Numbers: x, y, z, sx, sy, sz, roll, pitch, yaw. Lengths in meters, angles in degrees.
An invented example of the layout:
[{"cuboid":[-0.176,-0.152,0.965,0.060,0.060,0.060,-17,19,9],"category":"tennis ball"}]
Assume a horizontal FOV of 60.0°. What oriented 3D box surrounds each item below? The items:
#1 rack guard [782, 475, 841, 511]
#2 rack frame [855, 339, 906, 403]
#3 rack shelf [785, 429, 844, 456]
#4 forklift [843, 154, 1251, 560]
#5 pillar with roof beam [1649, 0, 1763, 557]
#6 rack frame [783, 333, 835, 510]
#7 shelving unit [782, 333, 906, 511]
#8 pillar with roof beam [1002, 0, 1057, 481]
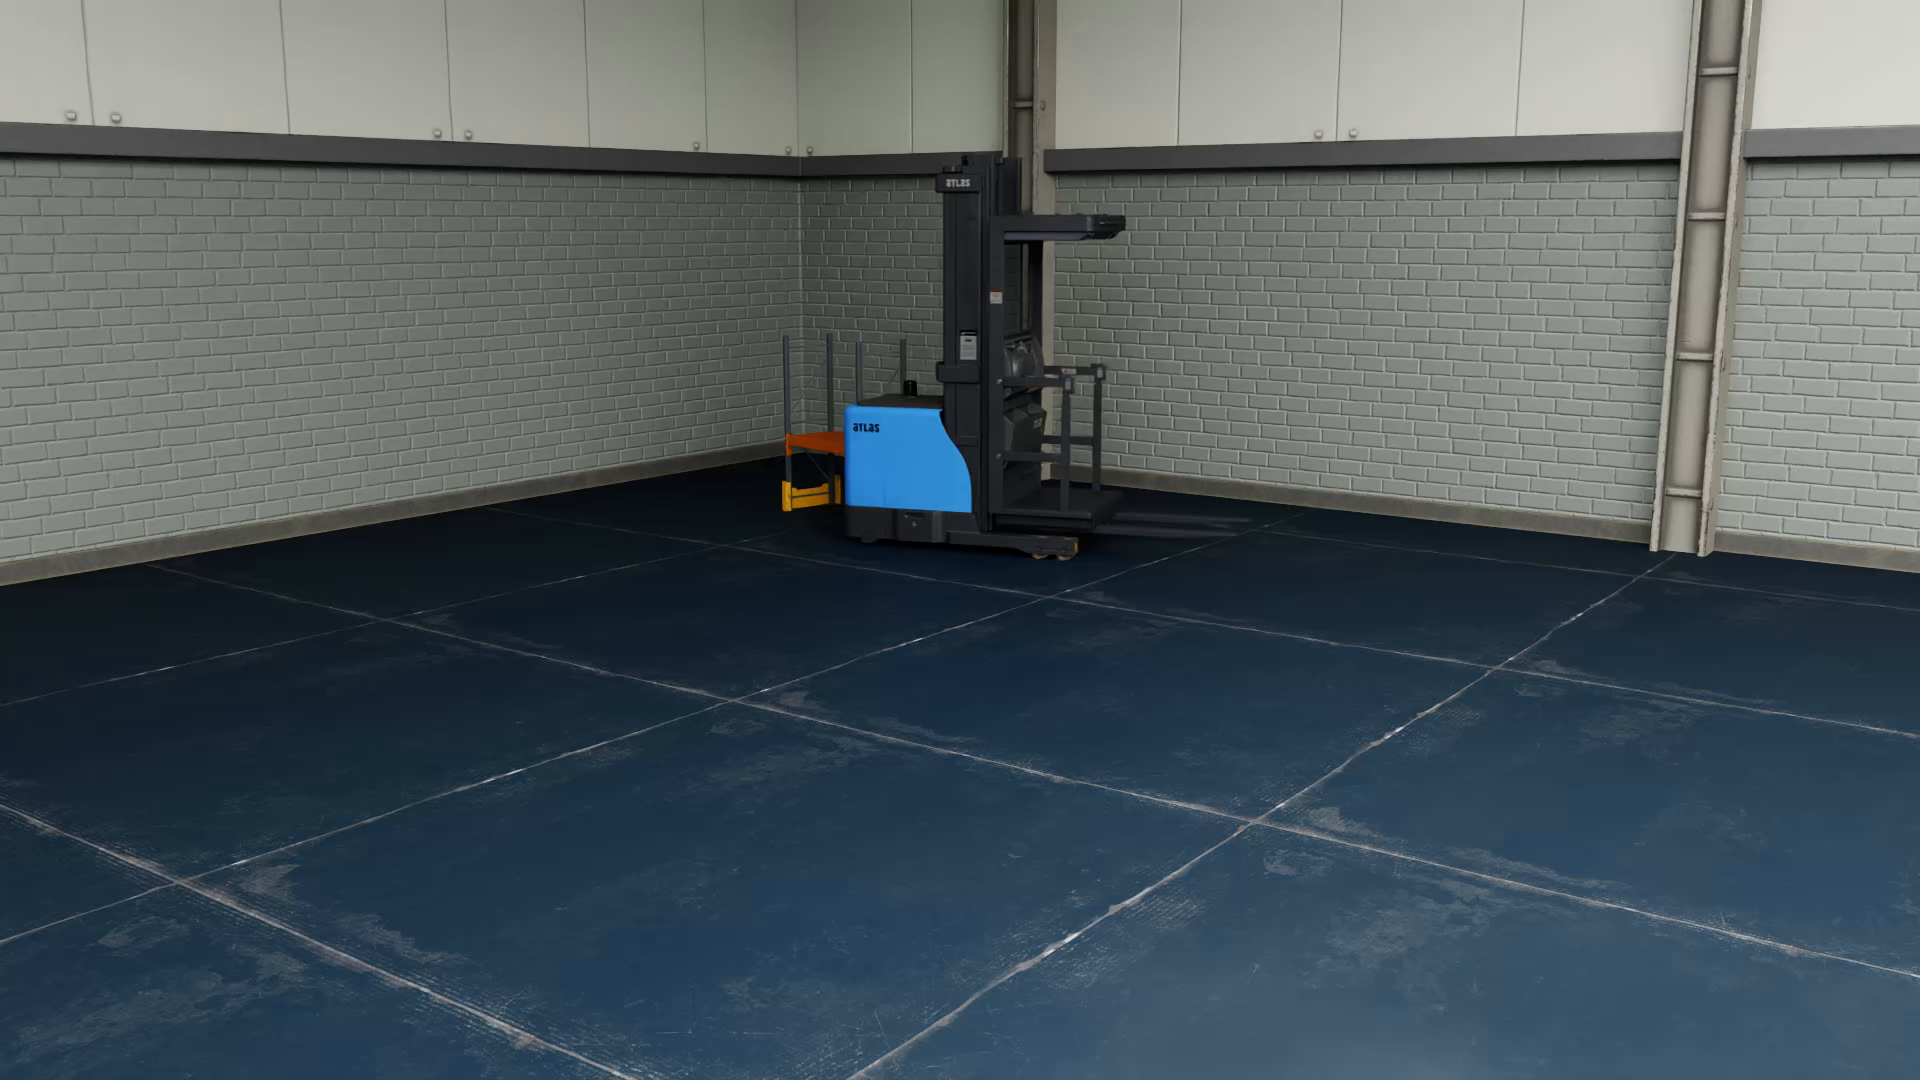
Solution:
[{"cuboid":[-1.292,-0.411,14.496,0.587,0.250,0.087,-9,14,-40],"category":"rack guard"},{"cuboid":[-0.641,-0.881,13.635,0.500,1.500,0.032,-9,14,-40],"category":"rack frame"},{"cuboid":[-0.972,-0.778,14.047,0.538,0.185,1.000,-9,14,-40],"category":"rack shelf"},{"cuboid":[0.672,-1.403,12.564,3.031,2.935,1.130,4,12,18],"category":"forklift"},{"cuboid":[2.932,-3.681,8.365,0.400,9.000,9.100,8,13,36],"category":"pillar with roof beam"},{"cuboid":[-1.304,-1.027,14.391,0.500,1.500,0.032,-9,14,-40],"category":"rack frame"},{"cuboid":[-0.967,-0.953,14.007,0.587,1.500,1.083,-9,14,-40],"category":"shelving unit"},{"cuboid":[-1.904,-4.356,11.852,0.400,9.000,9.100,8,13,36],"category":"pillar with roof beam"}]
